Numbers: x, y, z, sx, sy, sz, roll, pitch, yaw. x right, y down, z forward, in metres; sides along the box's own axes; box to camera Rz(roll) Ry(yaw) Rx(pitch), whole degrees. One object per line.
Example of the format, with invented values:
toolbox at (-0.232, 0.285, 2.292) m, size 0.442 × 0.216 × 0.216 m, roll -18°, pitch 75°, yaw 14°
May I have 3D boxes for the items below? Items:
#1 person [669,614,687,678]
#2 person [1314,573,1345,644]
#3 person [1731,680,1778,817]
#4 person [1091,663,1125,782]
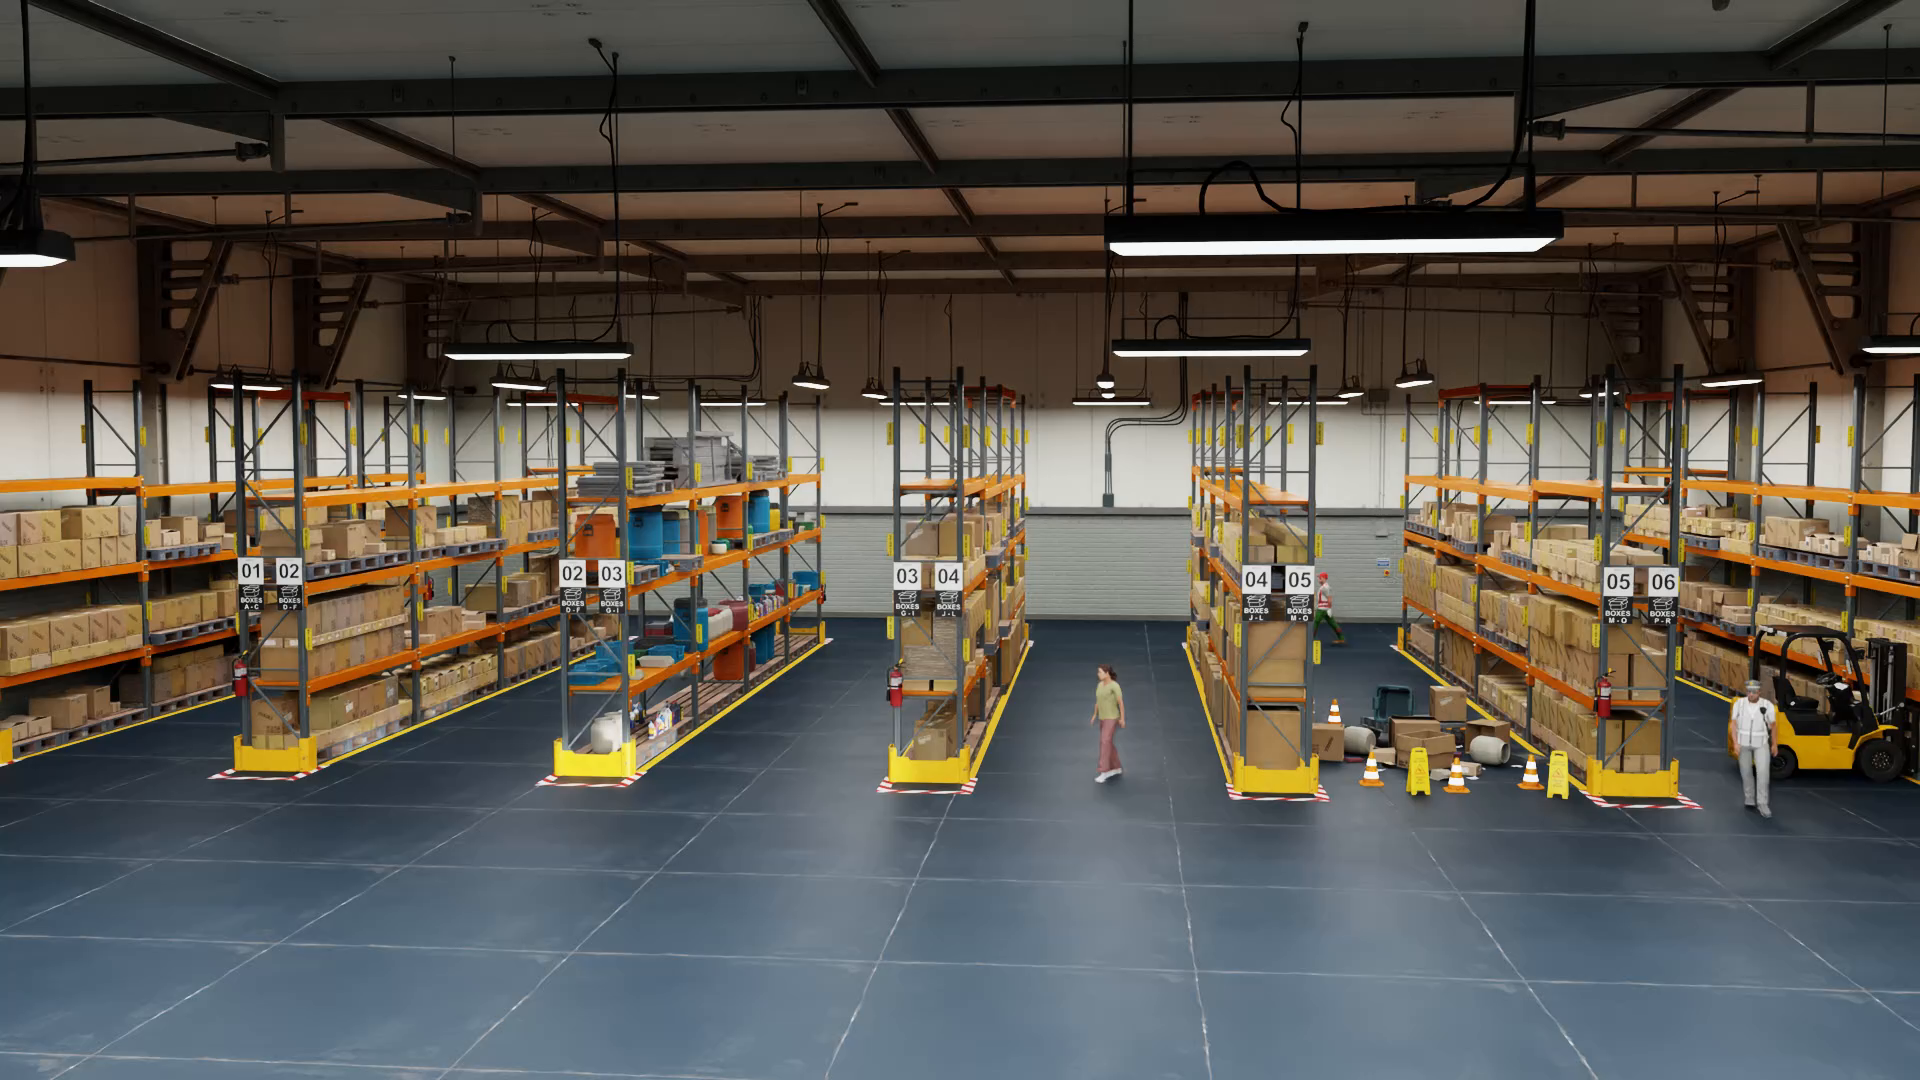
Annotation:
person at (-5.806, 2.047, 34.481) m, size 0.554 × 1.638 × 0.688 m, roll 0°, pitch 4°, yaw 5°
person at (8.700, 1.645, 39.916) m, size 1.089 × 1.731 × 0.497 m, roll 1°, pitch 4°, yaw 19°
person at (10.620, 2.745, 22.255) m, size 0.590 × 1.734 × 0.841 m, roll 2°, pitch 4°, yaw 34°
person at (2.128, 2.653, 24.417) m, size 0.670 × 1.670 × 0.560 m, roll -2°, pitch 4°, yaw -30°
